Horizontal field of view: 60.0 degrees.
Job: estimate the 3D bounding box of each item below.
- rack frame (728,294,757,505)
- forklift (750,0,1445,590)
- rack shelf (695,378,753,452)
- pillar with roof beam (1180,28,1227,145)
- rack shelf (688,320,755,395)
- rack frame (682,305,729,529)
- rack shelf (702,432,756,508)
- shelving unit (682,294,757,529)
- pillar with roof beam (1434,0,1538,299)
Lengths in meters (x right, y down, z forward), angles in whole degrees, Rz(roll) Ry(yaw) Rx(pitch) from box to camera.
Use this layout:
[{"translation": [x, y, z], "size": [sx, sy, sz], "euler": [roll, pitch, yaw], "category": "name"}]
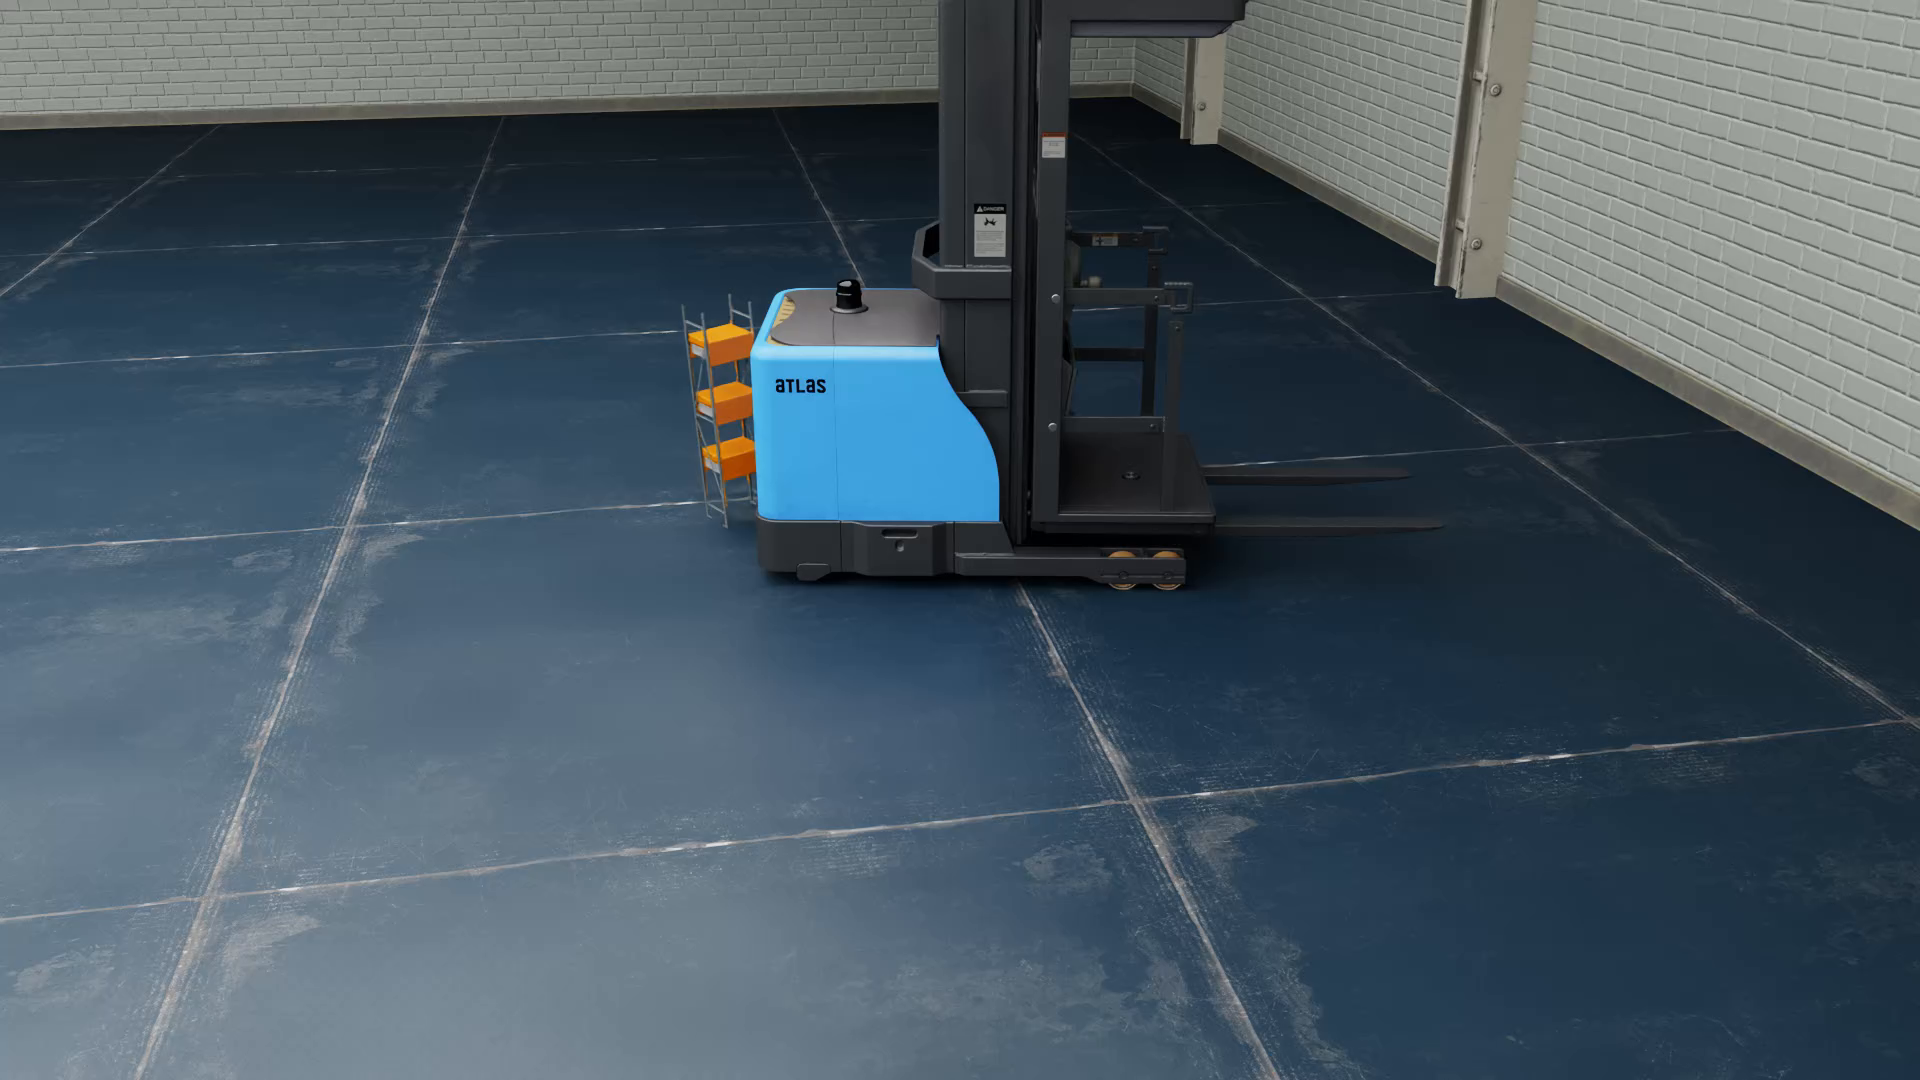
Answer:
[{"translation": [-0.987, -0.632, 7.852], "size": [0.008, 1.050, 0.200], "euler": [-19, 29, -32], "category": "rack frame"}, {"translation": [0.629, -1.340, 7.155], "size": [3.031, 2.935, 1.130], "euler": [0, 24, 1], "category": "forklift"}, {"translation": [-1.084, -0.588, 7.792], "size": [0.240, 0.259, 0.215], "euler": [-19, 29, -32], "category": "rack shelf"}, {"translation": [-1.744, -7.939, 14.685], "size": [9.100, 9.000, 0.400], "euler": [-4, 24, -10], "category": "pillar with roof beam"}, {"translation": [-1.097, -0.846, 7.675], "size": [0.240, 0.259, 0.215], "euler": [-19, 29, -32], "category": "rack shelf"}, {"translation": [-1.181, -0.563, 7.723], "size": [0.008, 1.050, 0.200], "euler": [-19, 29, -32], "category": "rack frame"}, {"translation": [-1.070, -0.335, 7.906], "size": [0.240, 0.259, 0.215], "euler": [-19, 29, -32], "category": "rack shelf"}, {"translation": [-1.084, -0.598, 7.787], "size": [0.252, 1.050, 0.215], "euler": [-19, 29, -32], "category": "shelving unit"}, {"translation": [-0.635, -5.579, 9.281], "size": [9.100, 9.000, 0.400], "euler": [-4, 24, -10], "category": "pillar with roof beam"}]
